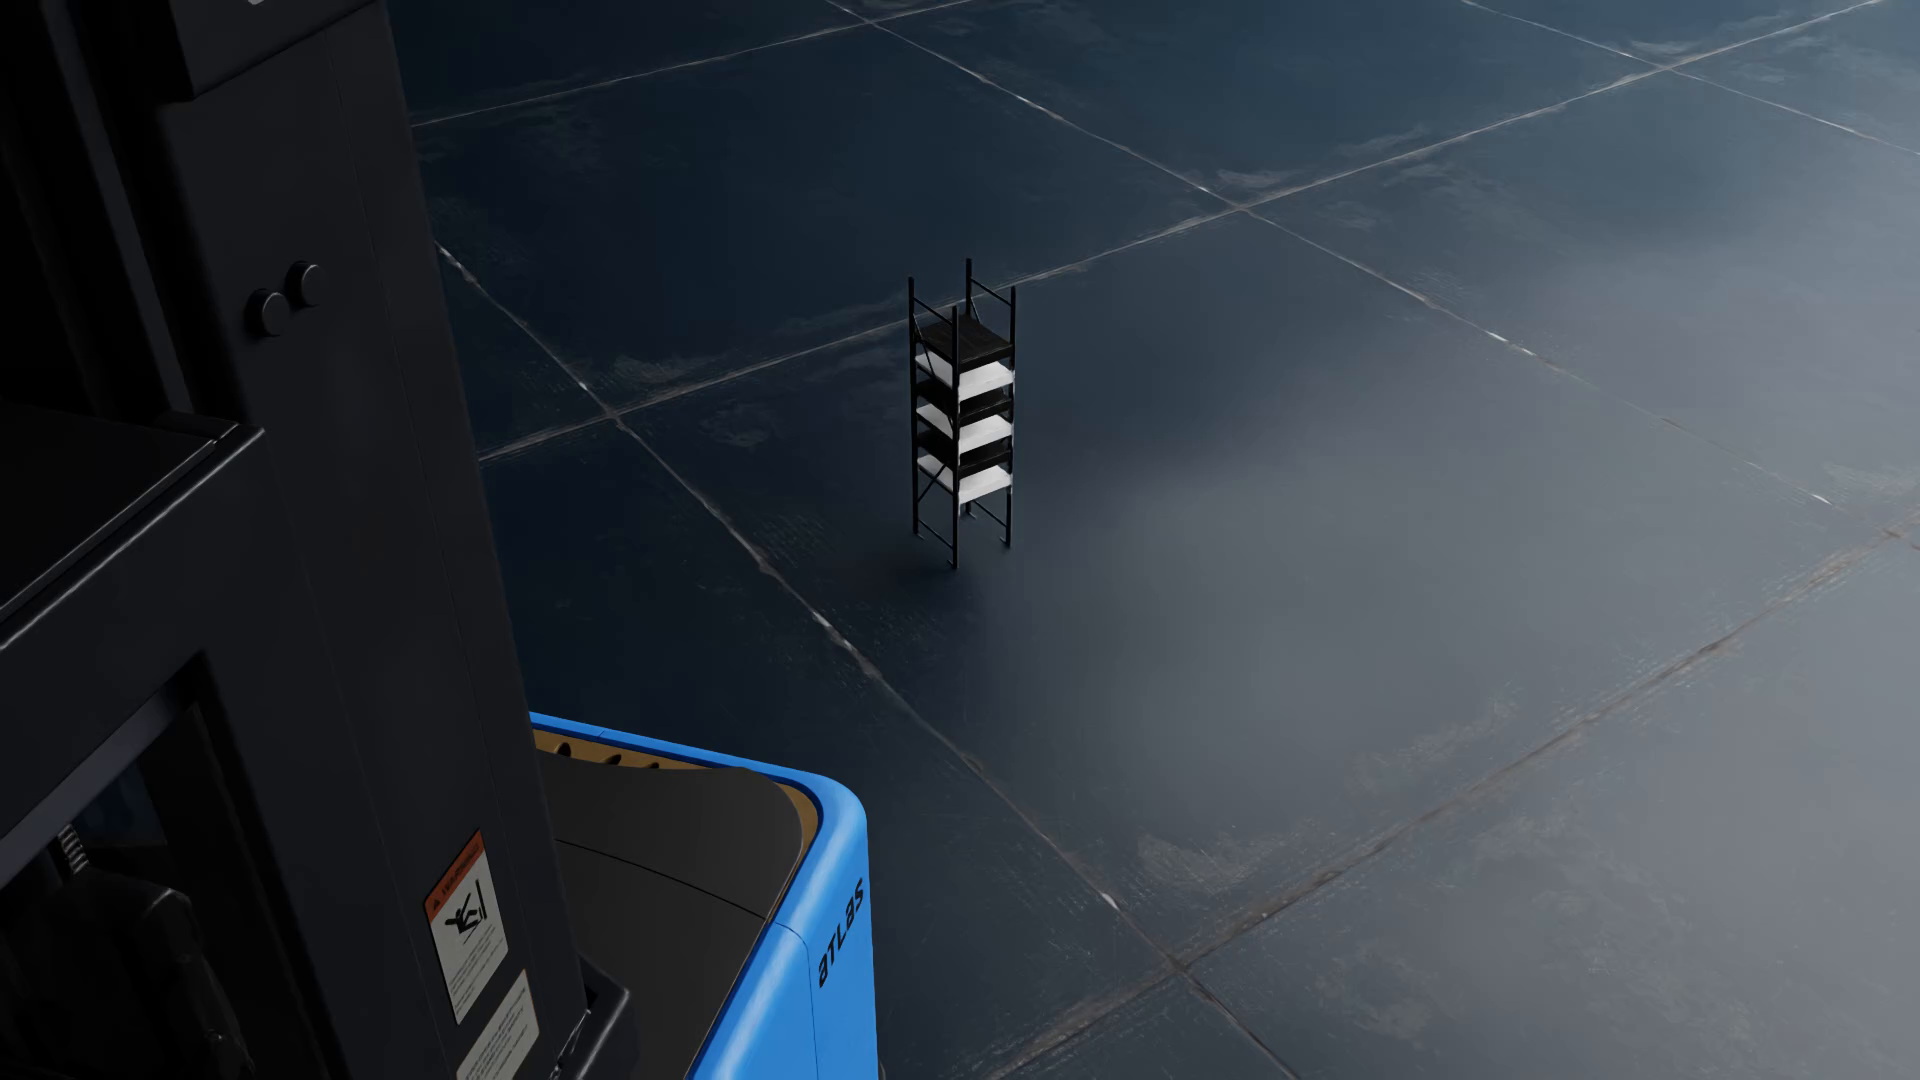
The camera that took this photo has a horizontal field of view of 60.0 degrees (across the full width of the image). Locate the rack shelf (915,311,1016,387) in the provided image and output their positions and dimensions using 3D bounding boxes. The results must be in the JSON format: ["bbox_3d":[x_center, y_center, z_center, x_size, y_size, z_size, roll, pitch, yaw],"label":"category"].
[{"bbox_3d":[0.007,-0.560,4.853,0.200,0.077,0.258,-22,41,-28],"label":"rack shelf"}]

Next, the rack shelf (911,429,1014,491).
[{"bbox_3d":[0.007,-0.268,5.063,0.200,0.077,0.258,-22,41,-28],"label":"rack shelf"}]

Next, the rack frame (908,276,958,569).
[{"bbox_3d":[-0.076,-0.334,4.943,0.006,0.900,0.240,-22,41,-28],"label":"rack frame"}]

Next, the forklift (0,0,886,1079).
[{"bbox_3d":[-1.062,0.837,1.576,1.130,2.935,3.031,10,37,14],"label":"forklift"}]

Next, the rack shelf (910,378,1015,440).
[{"bbox_3d":[0.007,-0.414,4.958,0.200,0.077,0.258,-22,41,-28],"label":"rack shelf"}]

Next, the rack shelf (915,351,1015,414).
[{"bbox_3d":[0.007,-0.487,4.905,0.200,0.077,0.258,-22,41,-28],"label":"rack shelf"}]

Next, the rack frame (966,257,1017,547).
[{"bbox_3d":[0.090,-0.402,5.039,0.006,0.900,0.240,-22,41,-28],"label":"rack frame"}]

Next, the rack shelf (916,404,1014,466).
[{"bbox_3d":[0.007,-0.341,5.010,0.200,0.077,0.258,-22,41,-28],"label":"rack shelf"}]

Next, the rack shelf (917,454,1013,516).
[{"bbox_3d":[0.007,-0.195,5.116,0.200,0.077,0.258,-22,41,-28],"label":"rack shelf"}]

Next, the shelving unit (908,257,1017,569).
[{"bbox_3d":[0.007,-0.368,4.991,0.210,0.900,0.258,-22,41,-28],"label":"shelving unit"}]
